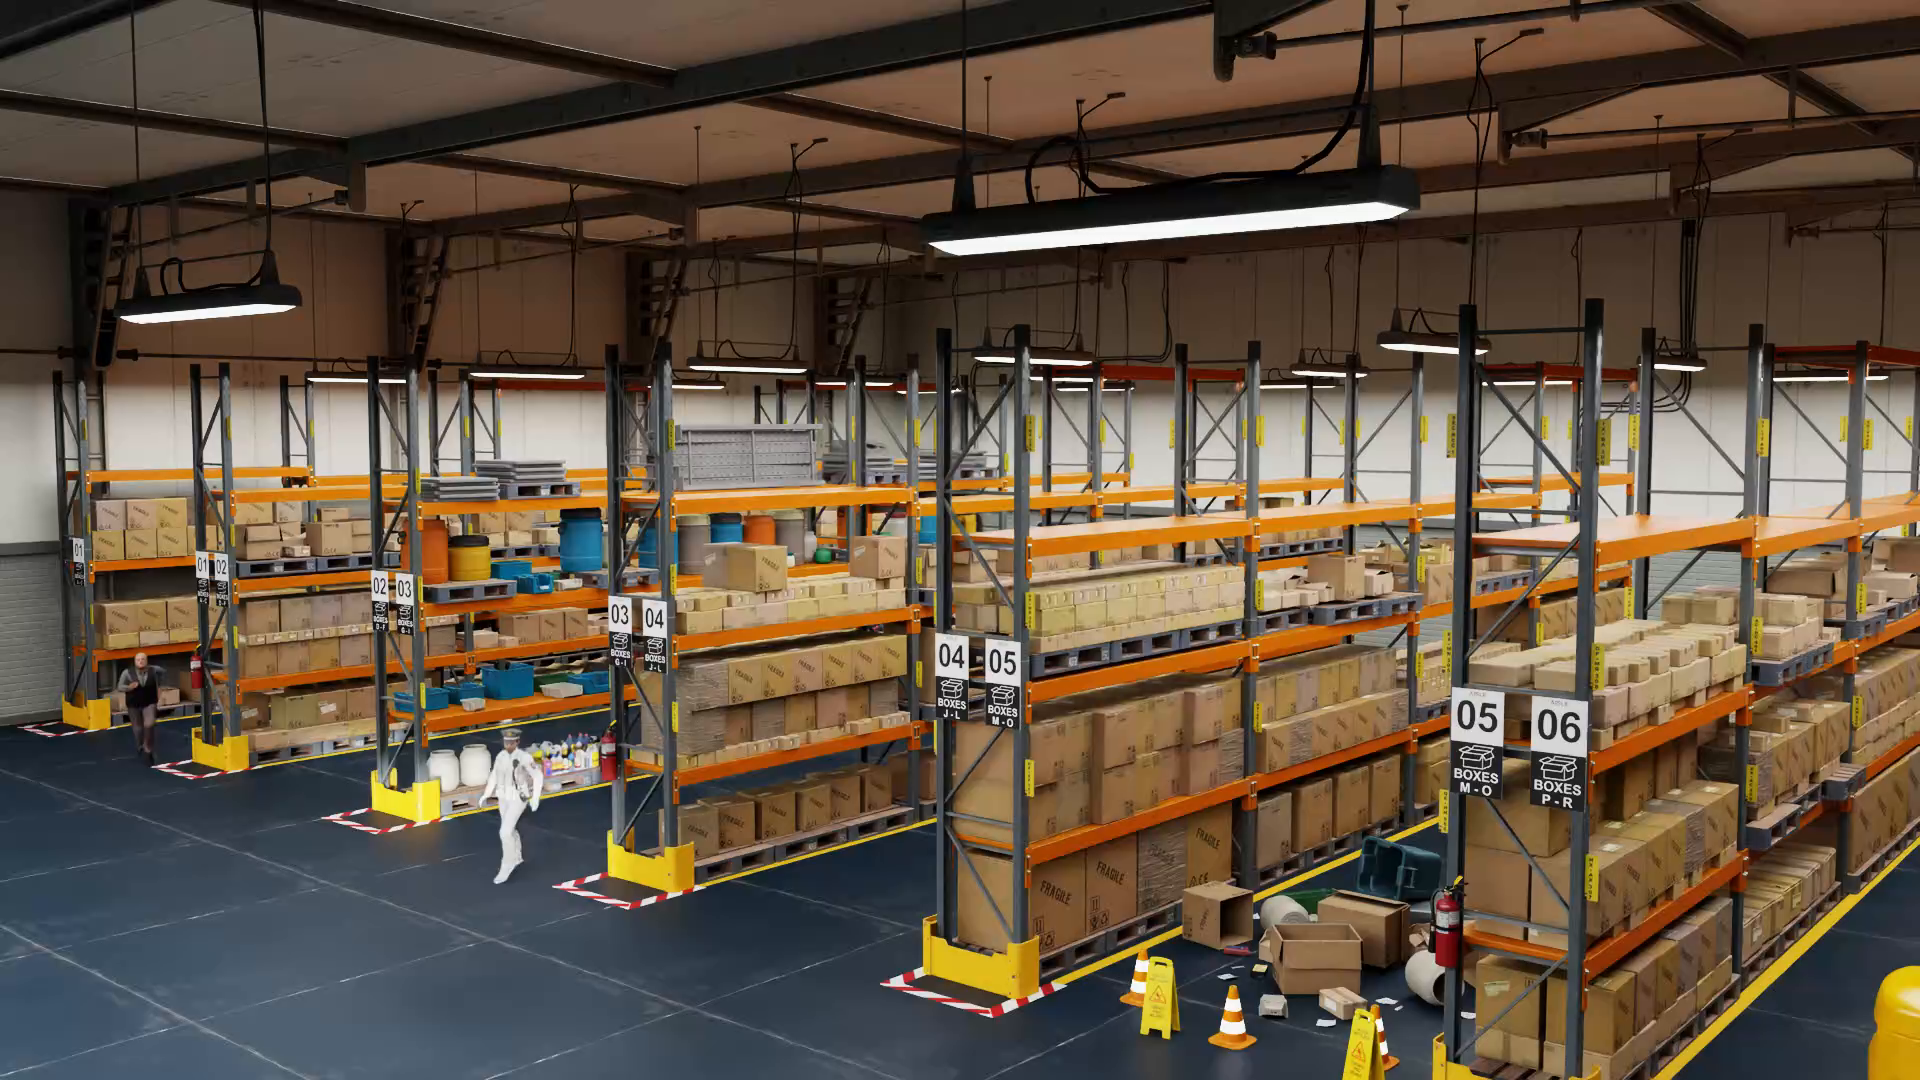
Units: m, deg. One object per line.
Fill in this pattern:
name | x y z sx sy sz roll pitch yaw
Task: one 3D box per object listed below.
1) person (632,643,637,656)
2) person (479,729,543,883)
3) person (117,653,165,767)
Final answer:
person | -6.471 1.908 32.558 0.650 1.836 0.893 3 5 37
person | -5.047 2.974 18.717 0.581 1.714 0.650 2 5 28
person | -12.281 2.524 24.975 0.646 1.715 0.928 -2 5 -24
